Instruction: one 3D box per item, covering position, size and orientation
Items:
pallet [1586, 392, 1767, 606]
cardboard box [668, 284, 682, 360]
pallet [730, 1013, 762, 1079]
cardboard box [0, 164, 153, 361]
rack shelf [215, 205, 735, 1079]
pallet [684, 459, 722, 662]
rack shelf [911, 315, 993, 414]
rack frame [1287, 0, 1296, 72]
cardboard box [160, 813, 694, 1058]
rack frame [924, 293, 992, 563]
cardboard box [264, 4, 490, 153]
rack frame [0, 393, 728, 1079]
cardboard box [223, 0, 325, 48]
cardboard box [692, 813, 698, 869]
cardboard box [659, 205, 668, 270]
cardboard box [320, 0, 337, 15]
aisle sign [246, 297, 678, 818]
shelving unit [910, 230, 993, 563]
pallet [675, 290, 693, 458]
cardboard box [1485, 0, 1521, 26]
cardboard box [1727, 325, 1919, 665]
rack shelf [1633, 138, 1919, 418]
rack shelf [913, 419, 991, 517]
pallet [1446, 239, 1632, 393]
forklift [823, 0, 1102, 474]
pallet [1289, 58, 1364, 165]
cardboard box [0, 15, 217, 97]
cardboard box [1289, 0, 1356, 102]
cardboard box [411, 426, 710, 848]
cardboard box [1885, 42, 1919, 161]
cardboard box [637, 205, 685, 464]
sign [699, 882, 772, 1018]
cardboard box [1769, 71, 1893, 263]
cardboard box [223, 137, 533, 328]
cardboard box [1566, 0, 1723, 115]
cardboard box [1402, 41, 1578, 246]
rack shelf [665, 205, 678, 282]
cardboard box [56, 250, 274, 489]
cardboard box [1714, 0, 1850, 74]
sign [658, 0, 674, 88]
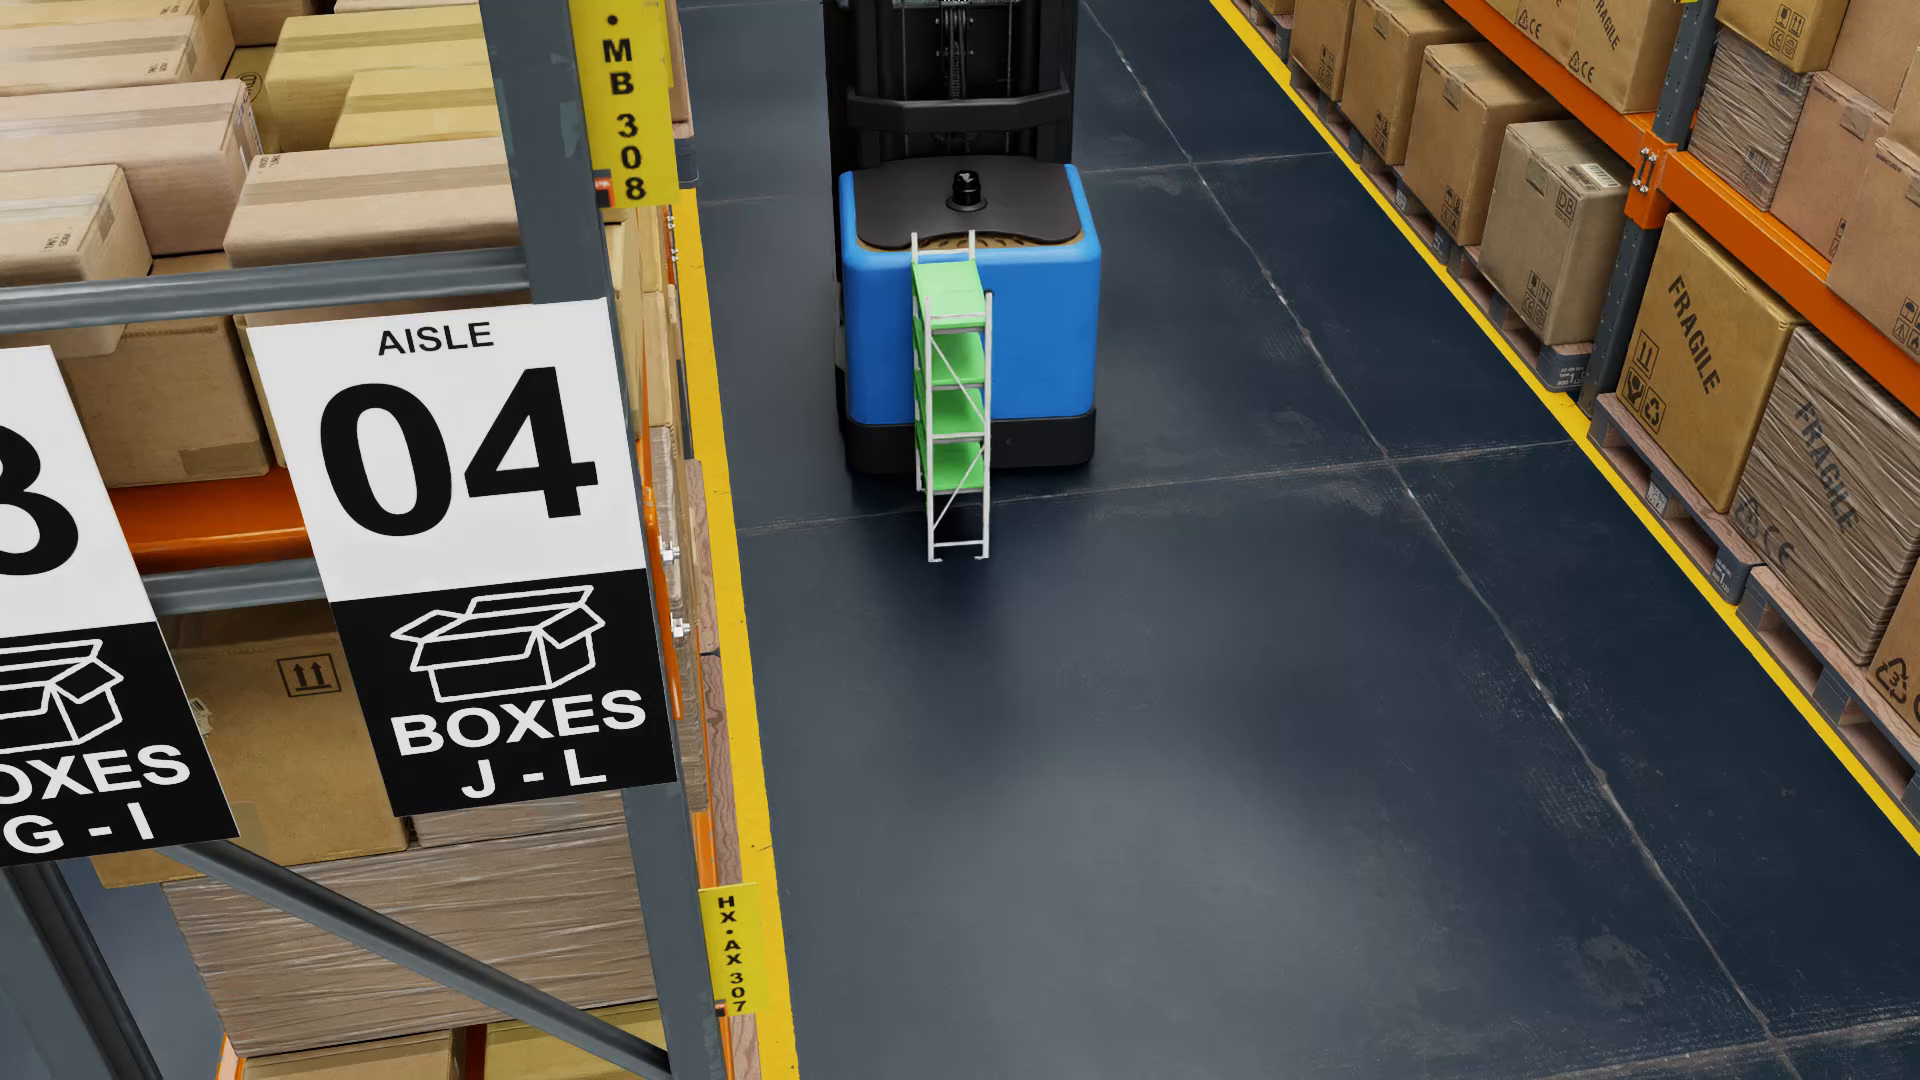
[{"bbox_3d":[3.351,-0.243,6.890,1.003,0.211,1.213,-6,38,-8],"label":"pallet"},{"bbox_3d":[-1.106,-0.693,5.402,0.380,0.149,0.250,-6,38,-8],"label":"cardboard box"},{"bbox_3d":[-1.025,1.638,4.470,1.003,0.211,1.213,-6,38,-8],"label":"pallet"},{"bbox_3d":[-1.260,-0.340,2.095,0.380,0.149,0.250,-6,38,-8],"label":"cardboard box"},{"bbox_3d":[-1.255,0.153,4.694,1.077,0.370,4.000,-6,38,-8],"label":"rack shelf"},{"bbox_3d":[-1.453,0.164,6.367,1.003,0.211,1.213,-6,38,-8],"label":"pallet"},{"bbox_3d":[-0.035,-0.682,6.362,0.258,0.148,0.480,-4,38,-5],"label":"rack shelf"},{"bbox_3d":[2.594,-4.227,9.747,1.000,3.000,0.127,-6,38,-8],"label":"rack frame"},{"bbox_3d":[-0.974,0.585,3.228,0.875,0.500,0.500,-6,38,-8],"label":"cardboard box"},{"bbox_3d":[-0.006,-0.394,6.279,0.240,1.200,0.015,-4,38,-5],"label":"rack frame"},{"bbox_3d":[-0.841,-0.703,2.563,0.380,0.149,0.250,-7,38,-9],"label":"cardboard box"},{"bbox_3d":[-0.905,1.077,2.919,1.000,3.000,0.127,-6,38,-8],"label":"rack frame"},{"bbox_3d":[-1.335,-0.975,2.913,0.380,0.149,0.250,-6,38,-7],"label":"cardboard box"},{"bbox_3d":[-0.774,0.673,3.644,0.380,0.149,0.250,-6,38,-8],"label":"cardboard box"},{"bbox_3d":[-1.080,-1.045,4.511,0.500,0.500,0.500,-6,38,-8],"label":"cardboard box"},{"bbox_3d":[-1.411,-0.924,3.172,0.500,0.250,0.500,-5,38,-7],"label":"cardboard box"},{"bbox_3d":[-0.598,0.056,2.115,0.394,0.787,0.004,-6,38,-8],"label":"aisle sign"},{"bbox_3d":[-0.035,-0.543,6.470,0.258,1.200,0.503,-4,38,-5],"label":"shelving unit"},{"bbox_3d":[-1.744,-0.708,7.489,1.003,0.211,1.213,-6,38,-8],"label":"pallet"},{"bbox_3d":[2.763,-2.748,7.761,0.500,0.500,0.500,-6,38,-7],"label":"cardboard box"},{"bbox_3d":[3.498,-0.207,5.961,0.875,0.875,0.875,-6,38,-8],"label":"cardboard box"},{"bbox_3d":[3.646,-0.319,5.303,1.077,0.370,4.000,-6,38,-8],"label":"rack shelf"},{"bbox_3d":[-0.035,-0.303,6.657,0.258,0.148,0.480,-4,38,-5],"label":"rack shelf"},{"bbox_3d":[3.086,-1.168,8.082,1.003,0.211,1.213,-6,38,-8],"label":"pallet"},{"bbox_3d":[-0.061,-2.324,7.352,1.130,2.935,3.031,-3,38,-4],"label":"forklift"},{"bbox_3d":[2.658,-2.642,9.979,1.003,0.211,1.213,-6,38,-8],"label":"pallet"},{"bbox_3d":[-1.347,-0.663,2.511,0.380,0.149,0.250,-8,39,-10],"label":"cardboard box"},{"bbox_3d":[2.612,-3.127,9.822,1.050,0.750,0.750,-7,38,-9],"label":"cardboard box"},{"bbox_3d":[-0.733,0.164,2.955,0.500,0.500,0.500,-6,38,-8],"label":"cardboard box"},{"bbox_3d":[3.496,-1.410,5.117,0.875,0.550,0.550,-6,38,-8],"label":"cardboard box"},{"bbox_3d":[-0.902,-0.441,3.734,0.500,0.500,0.500,-6,38,-8],"label":"cardboard box"},{"bbox_3d":[-0.370,0.677,2.728,0.100,0.325,0.005,-6,38,-8],"label":"sign"},{"bbox_3d":[3.490,-1.319,5.881,0.875,0.550,0.550,-6,38,-8],"label":"cardboard box"},{"bbox_3d":[-0.725,-0.397,2.168,0.380,0.149,0.250,-6,38,-8],"label":"cardboard box"},{"bbox_3d":[2.940,-2.137,6.975,0.500,0.500,0.500,-6,38,-8],"label":"cardboard box"},{"bbox_3d":[2.932,-2.037,8.419,1.050,0.750,0.750,-6,38,-8],"label":"cardboard box"},{"bbox_3d":[-1.956,-2.263,7.804,1.077,0.370,4.000,-6,38,-8],"label":"rack shelf"},{"bbox_3d":[-1.239,-0.312,2.384,0.500,0.250,0.500,-5,38,-7],"label":"cardboard box"},{"bbox_3d":[3.326,-2.071,5.968,0.875,0.550,0.550,-6,38,-8],"label":"cardboard box"},{"bbox_3d":[-1.073,-1.744,5.844,0.100,0.325,0.005,-6,38,-8],"label":"sign"}]
